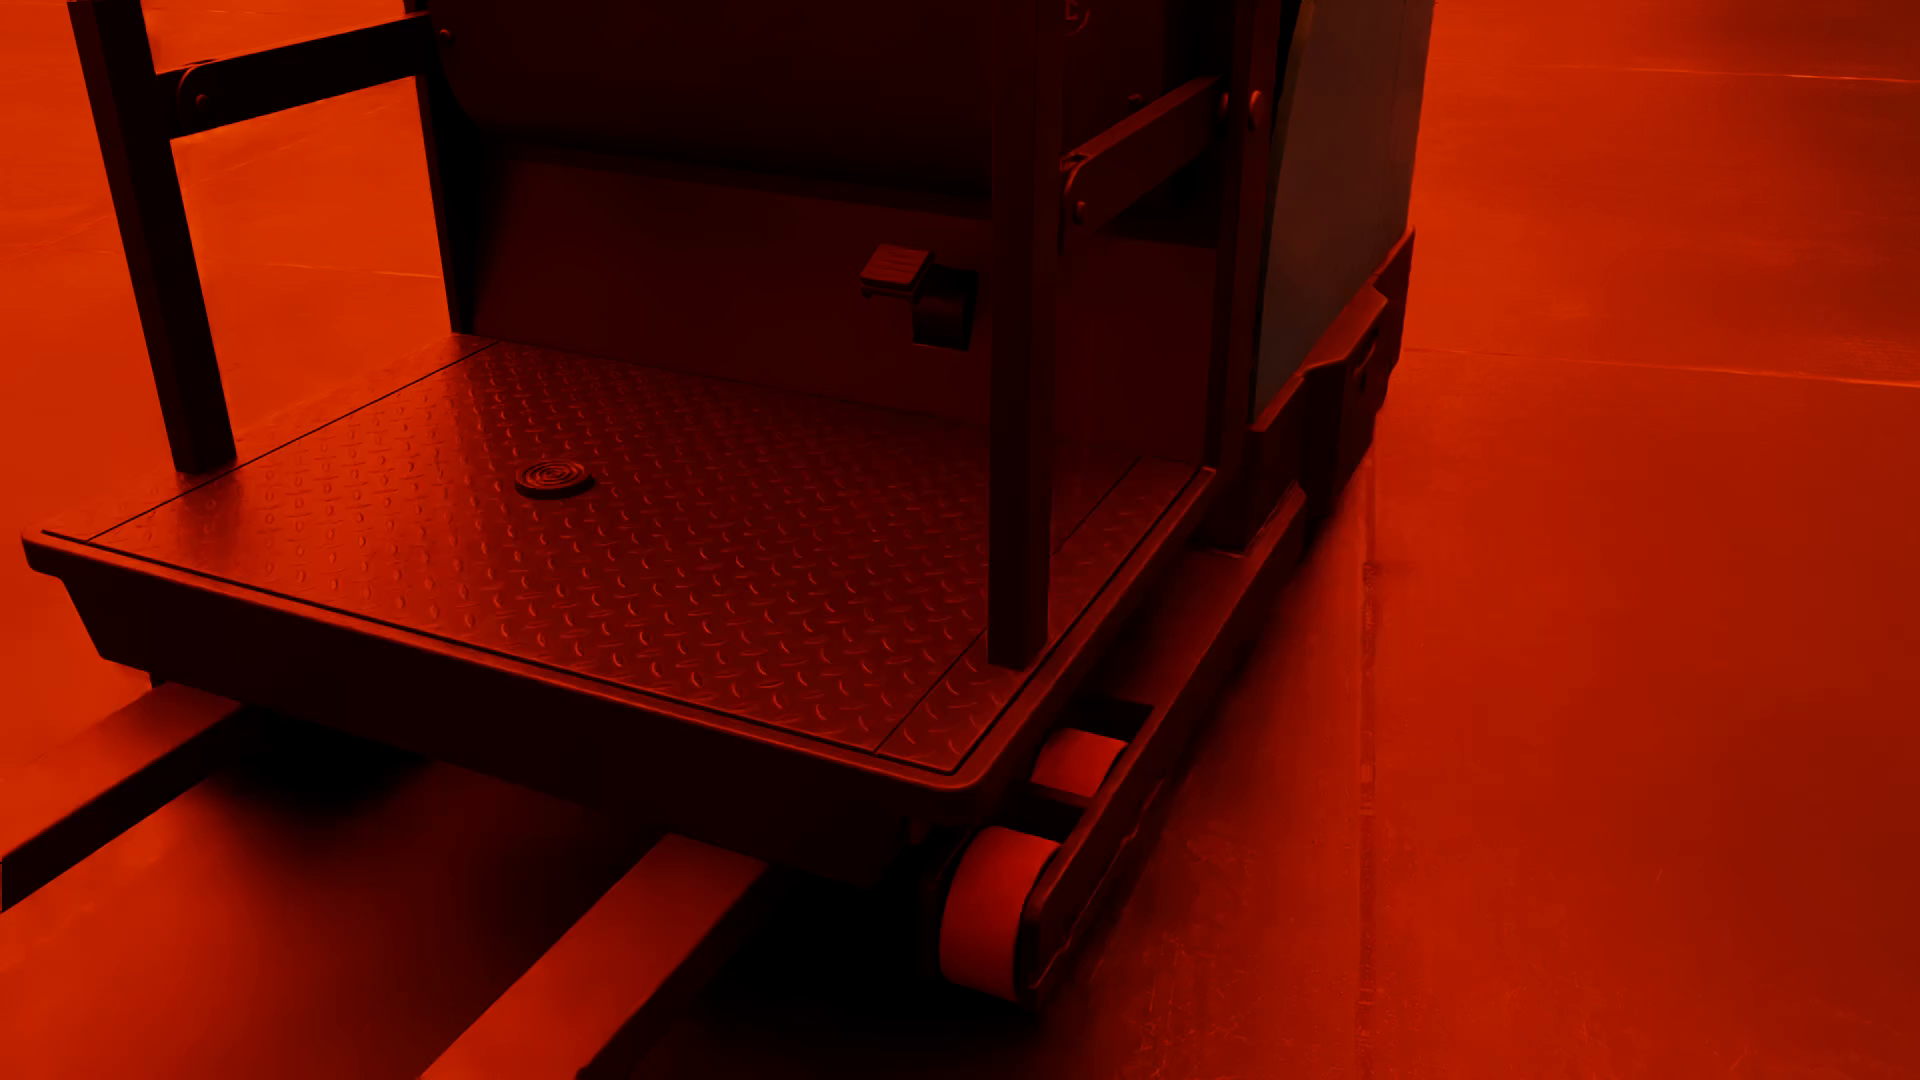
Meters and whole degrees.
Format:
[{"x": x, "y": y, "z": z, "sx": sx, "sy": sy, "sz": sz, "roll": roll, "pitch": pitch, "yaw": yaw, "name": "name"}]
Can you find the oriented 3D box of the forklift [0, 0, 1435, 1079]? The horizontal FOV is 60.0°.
[{"x": -0.286, "y": -1.086, "z": 1.398, "sx": 1.130, "sy": 2.935, "sz": 3.031, "roll": 12, "pitch": 29, "yaw": 22, "name": "forklift"}]
